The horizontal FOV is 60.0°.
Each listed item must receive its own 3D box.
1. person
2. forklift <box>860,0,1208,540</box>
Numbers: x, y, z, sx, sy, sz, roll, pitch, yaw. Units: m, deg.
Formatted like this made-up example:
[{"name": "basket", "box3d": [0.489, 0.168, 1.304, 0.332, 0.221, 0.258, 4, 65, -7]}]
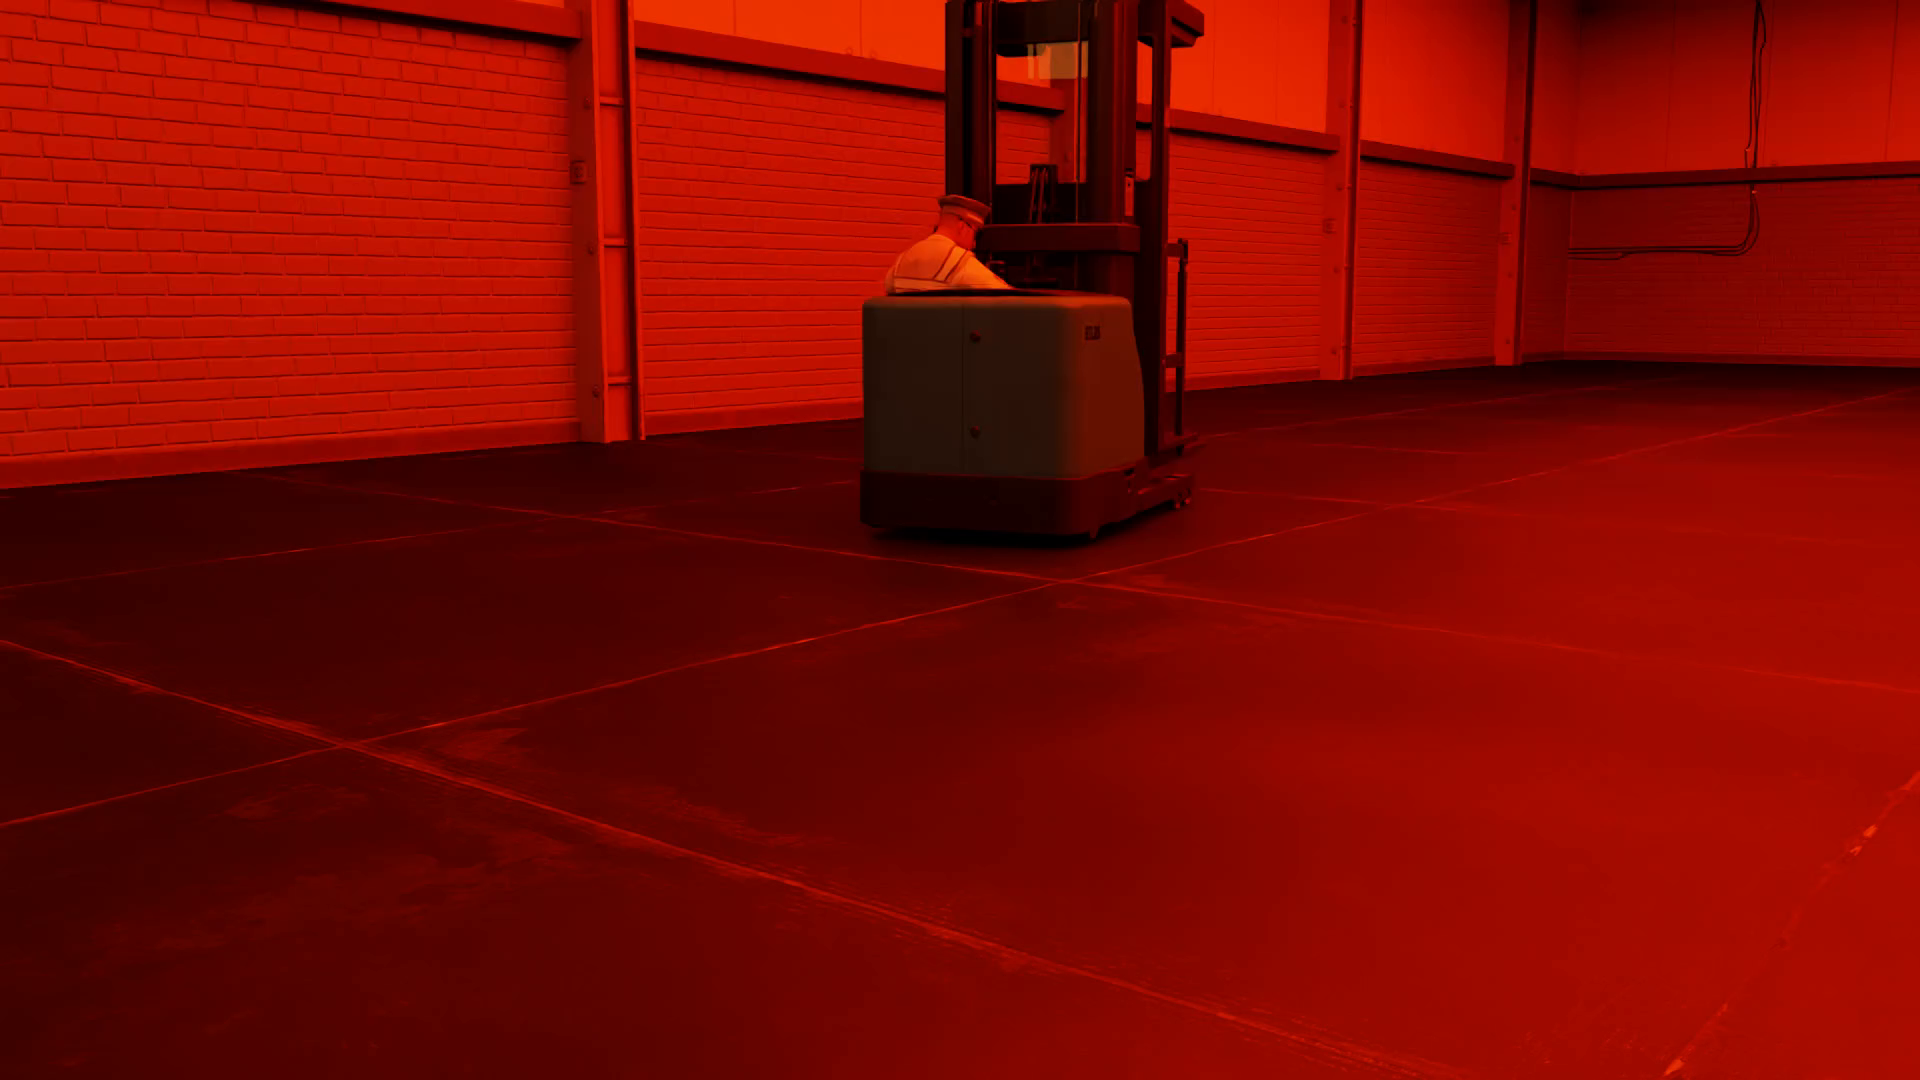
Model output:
[{"name": "person", "box3d": [0.005, -0.818, 7.726, 0.740, 1.520, 1.153, -7, 11, -38]}, {"name": "forklift", "box3d": [0.579, -1.626, 8.392, 1.130, 2.935, 3.031, 3, 9, 22]}]
